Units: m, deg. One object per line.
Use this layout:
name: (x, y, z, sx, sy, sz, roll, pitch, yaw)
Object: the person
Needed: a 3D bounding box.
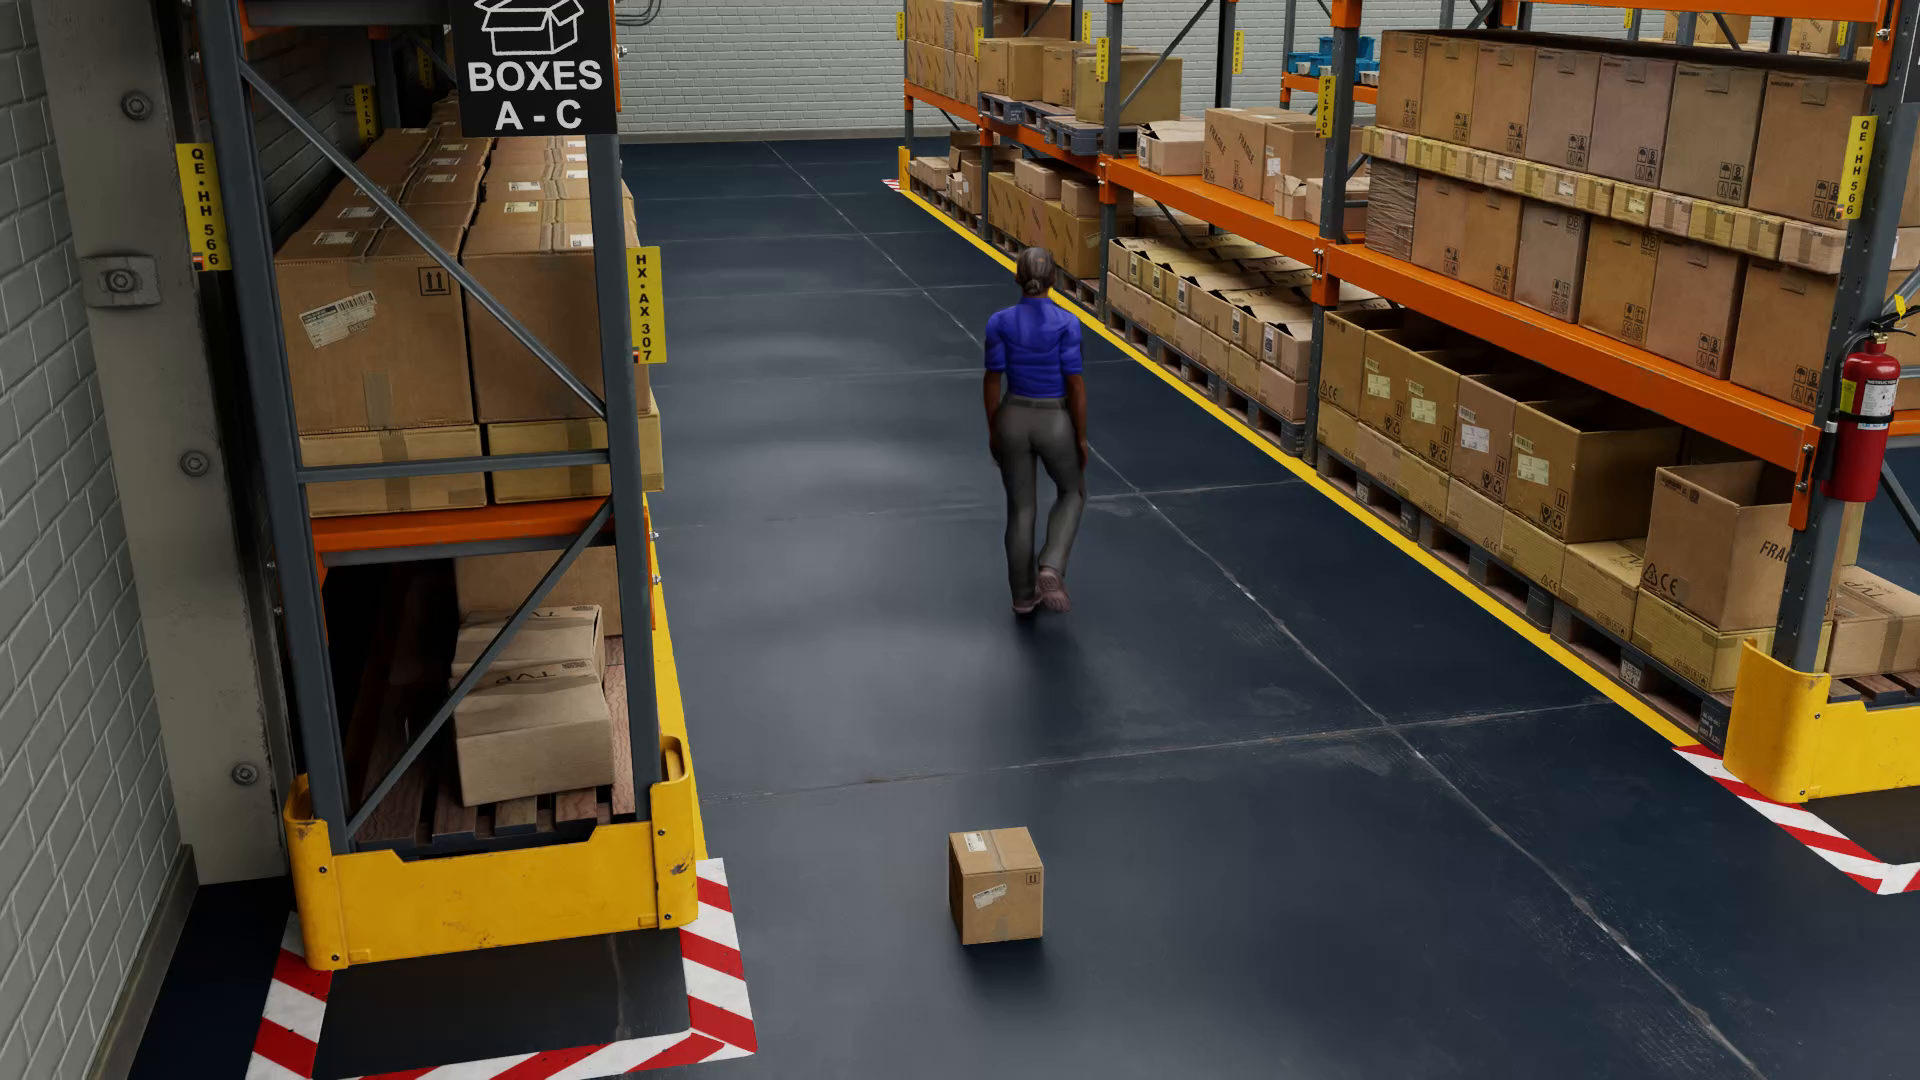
person: (0.340, -0.474, 7.318, 0.473, 1.654, 0.444, 4, 20, 11)
